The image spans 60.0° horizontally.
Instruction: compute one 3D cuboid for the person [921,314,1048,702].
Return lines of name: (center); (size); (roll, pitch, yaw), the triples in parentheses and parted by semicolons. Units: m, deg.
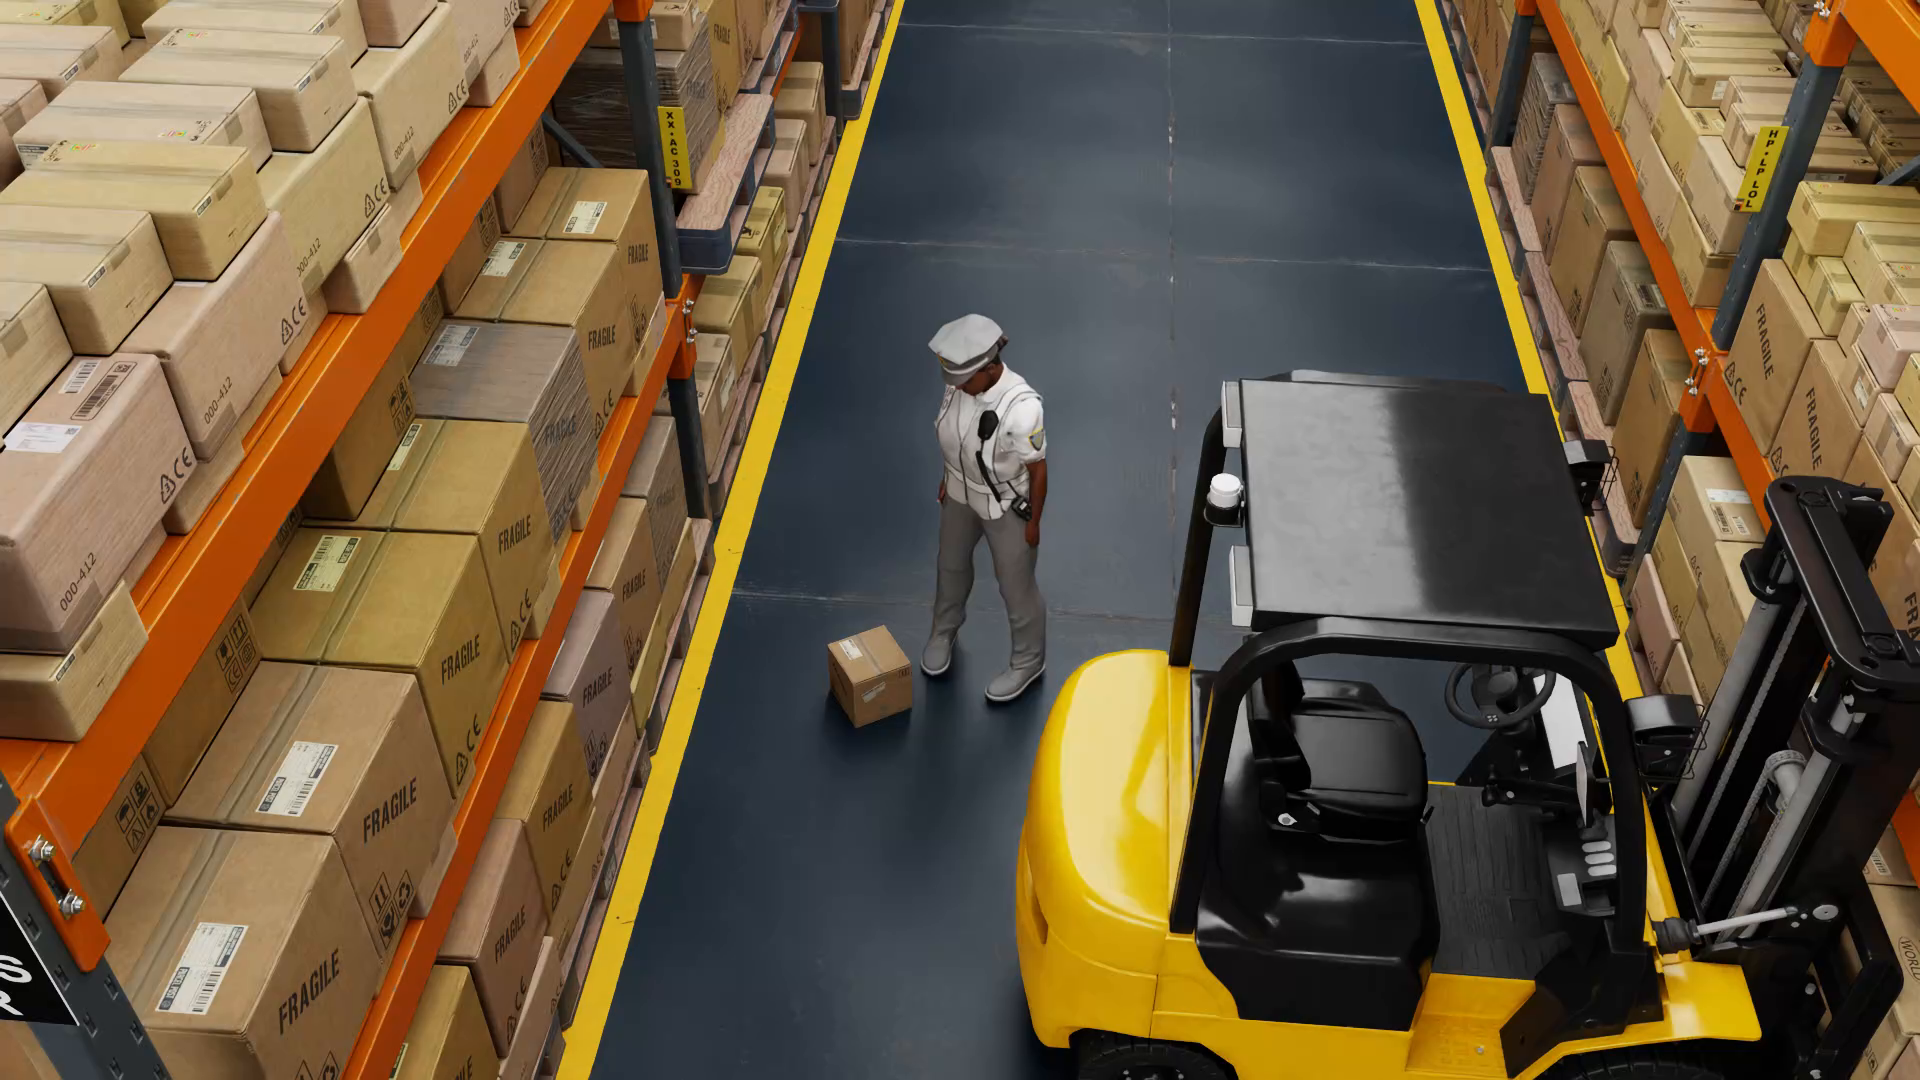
person: (0.078, -0.129, 6.292); (0.423, 1.653, 0.505); (-32, 50, -32)
